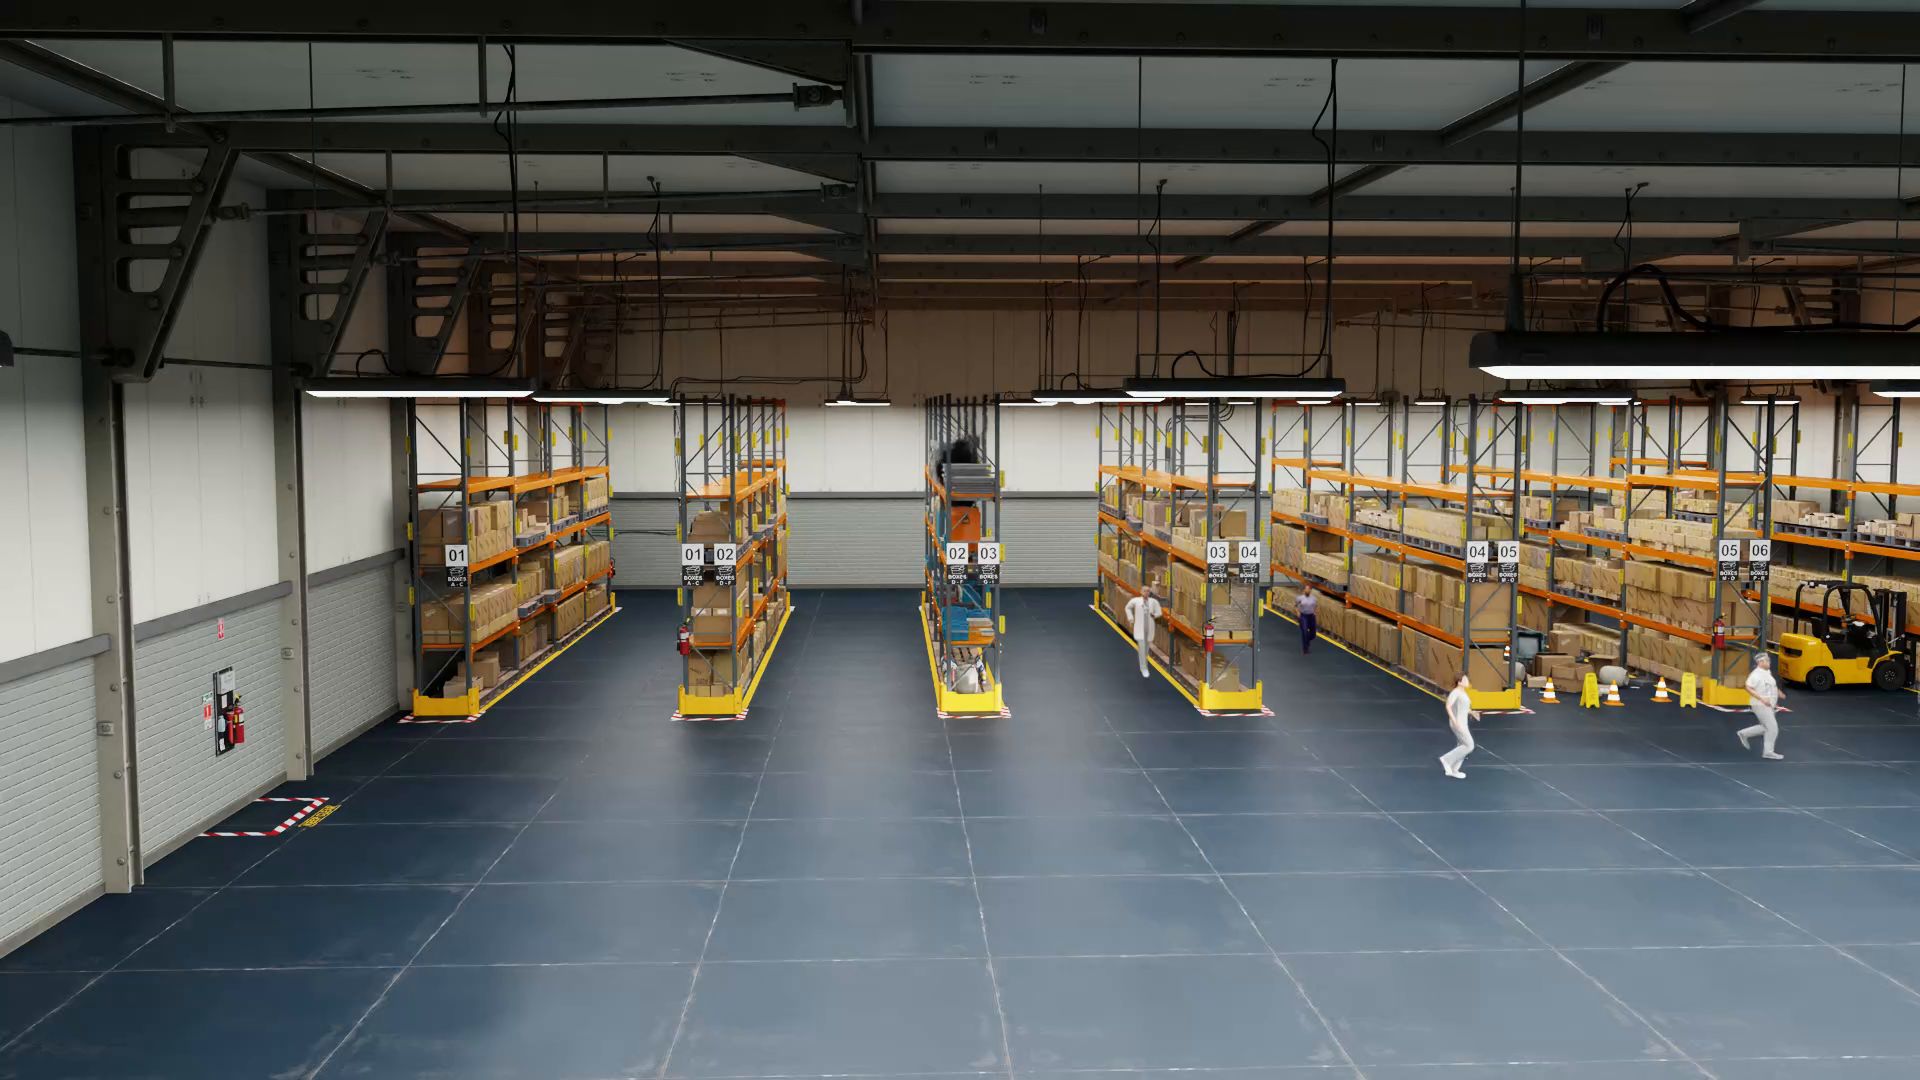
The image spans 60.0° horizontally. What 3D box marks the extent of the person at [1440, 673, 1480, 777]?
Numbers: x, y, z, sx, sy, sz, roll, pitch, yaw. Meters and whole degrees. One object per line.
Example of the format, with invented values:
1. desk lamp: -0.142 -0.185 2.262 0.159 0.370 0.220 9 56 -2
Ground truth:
1. person: 7.770 2.868 25.815 0.553 1.638 0.577 2 5 26

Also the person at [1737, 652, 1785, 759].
1. person: 13.160 2.693 27.303 0.759 1.740 0.671 4 6 42

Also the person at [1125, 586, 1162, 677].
1. person: 3.775 1.835 33.905 0.700 1.813 0.896 -1 5 -11

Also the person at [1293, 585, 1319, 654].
1. person: 8.111 1.847 38.961 0.613 1.598 0.669 0 5 -4
